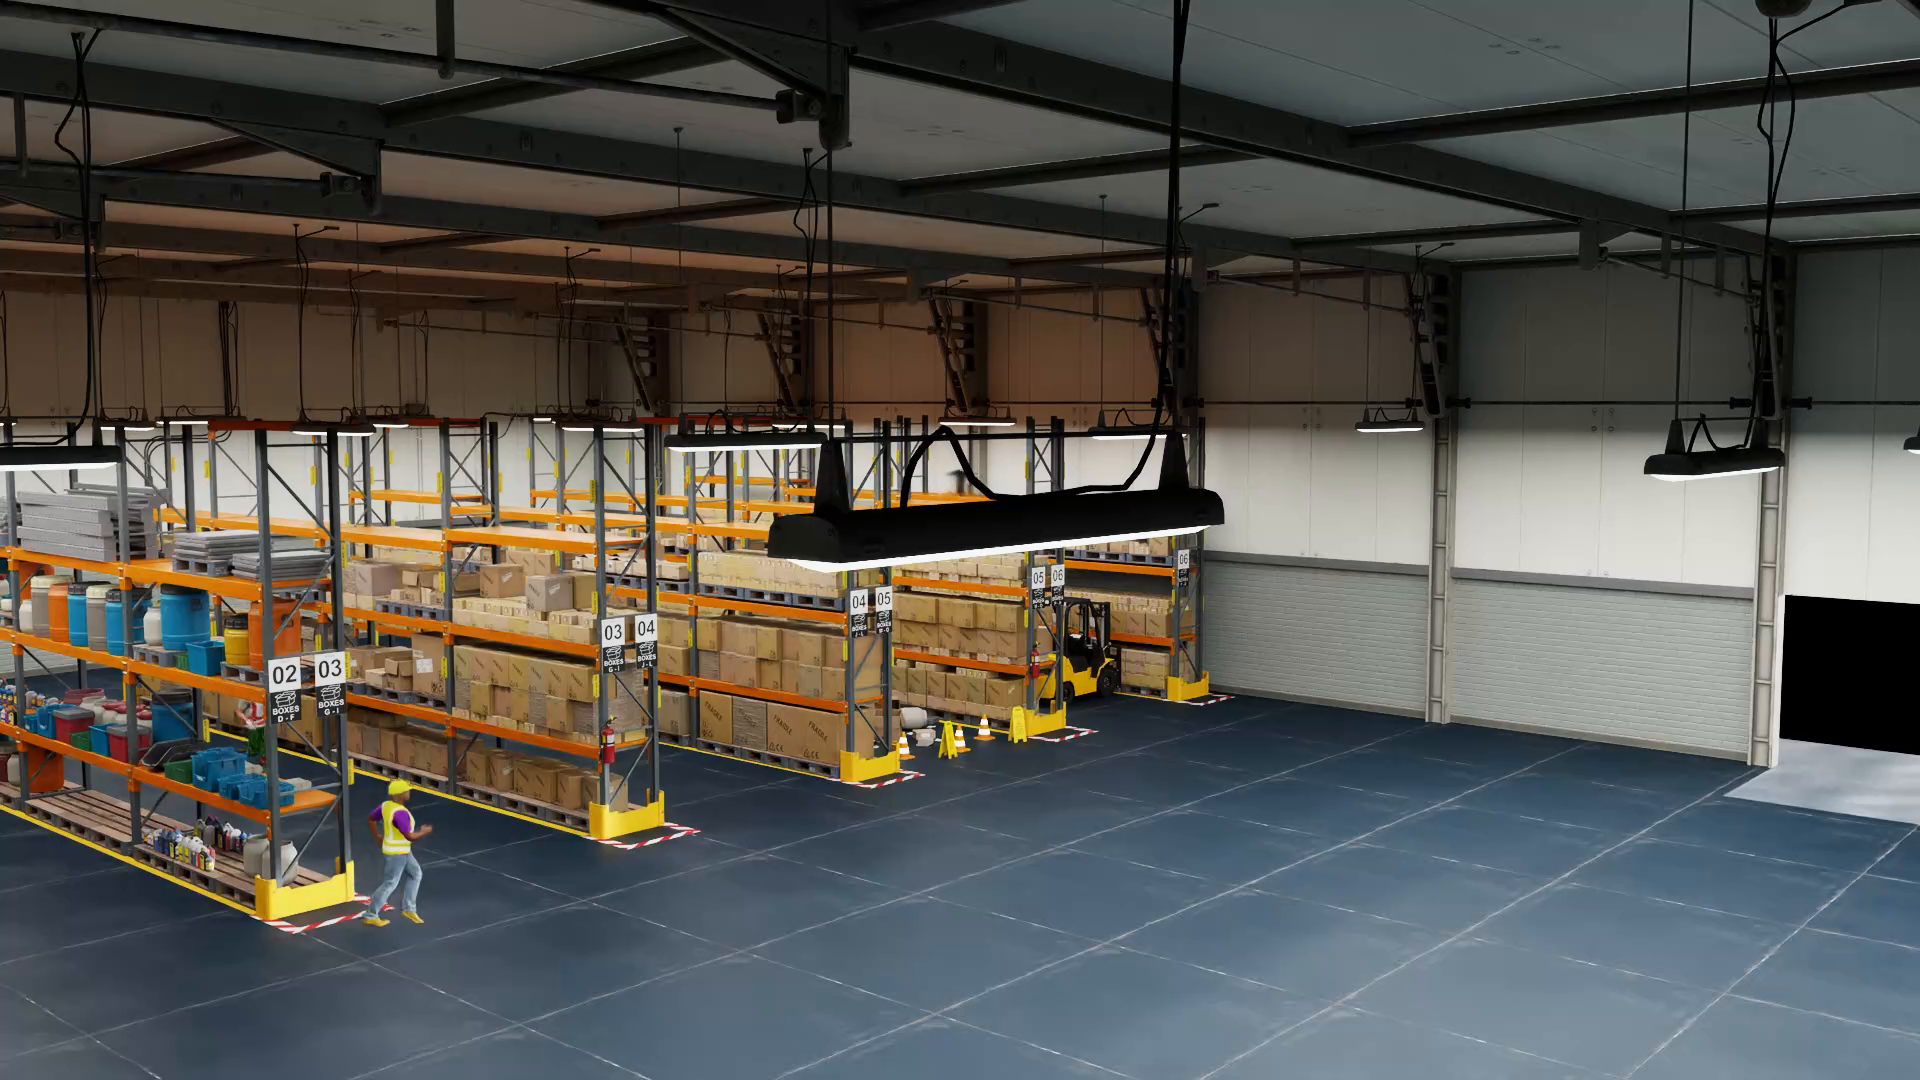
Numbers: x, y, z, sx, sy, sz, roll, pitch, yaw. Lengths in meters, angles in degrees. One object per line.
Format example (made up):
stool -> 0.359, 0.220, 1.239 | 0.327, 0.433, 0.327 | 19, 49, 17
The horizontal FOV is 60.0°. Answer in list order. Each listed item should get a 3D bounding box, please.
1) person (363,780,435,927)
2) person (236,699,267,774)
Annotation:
person -> -6.756, 3.789, 19.985 | 0.854, 1.824, 0.661 | -2, 5, -26
person -> -11.906, 3.138, 28.064 | 0.750, 1.740, 0.665 | 3, 5, 30
